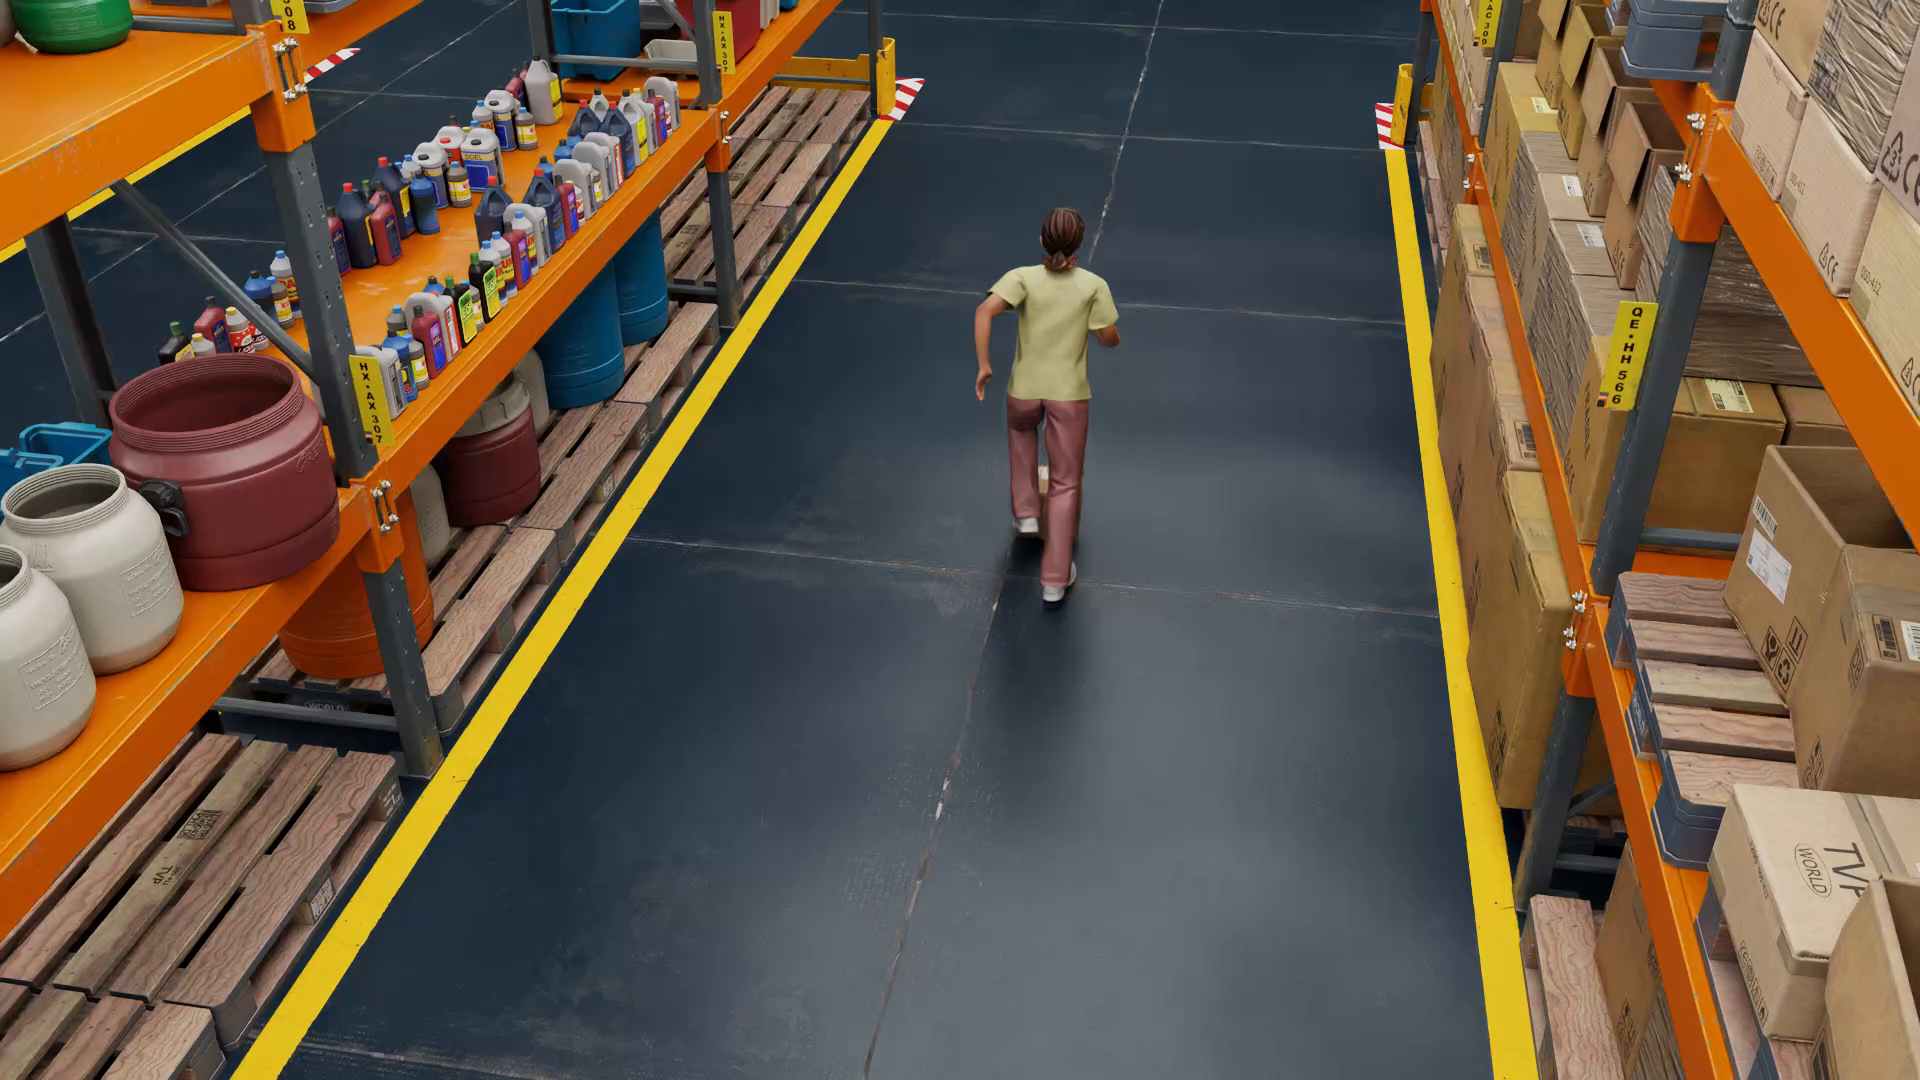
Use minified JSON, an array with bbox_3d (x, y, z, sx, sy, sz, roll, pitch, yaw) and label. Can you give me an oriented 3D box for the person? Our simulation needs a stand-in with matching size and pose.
[{"bbox_3d":[0.376,-0.622,7.173,0.577,1.581,0.861,8,33,12],"label":"person"}]
